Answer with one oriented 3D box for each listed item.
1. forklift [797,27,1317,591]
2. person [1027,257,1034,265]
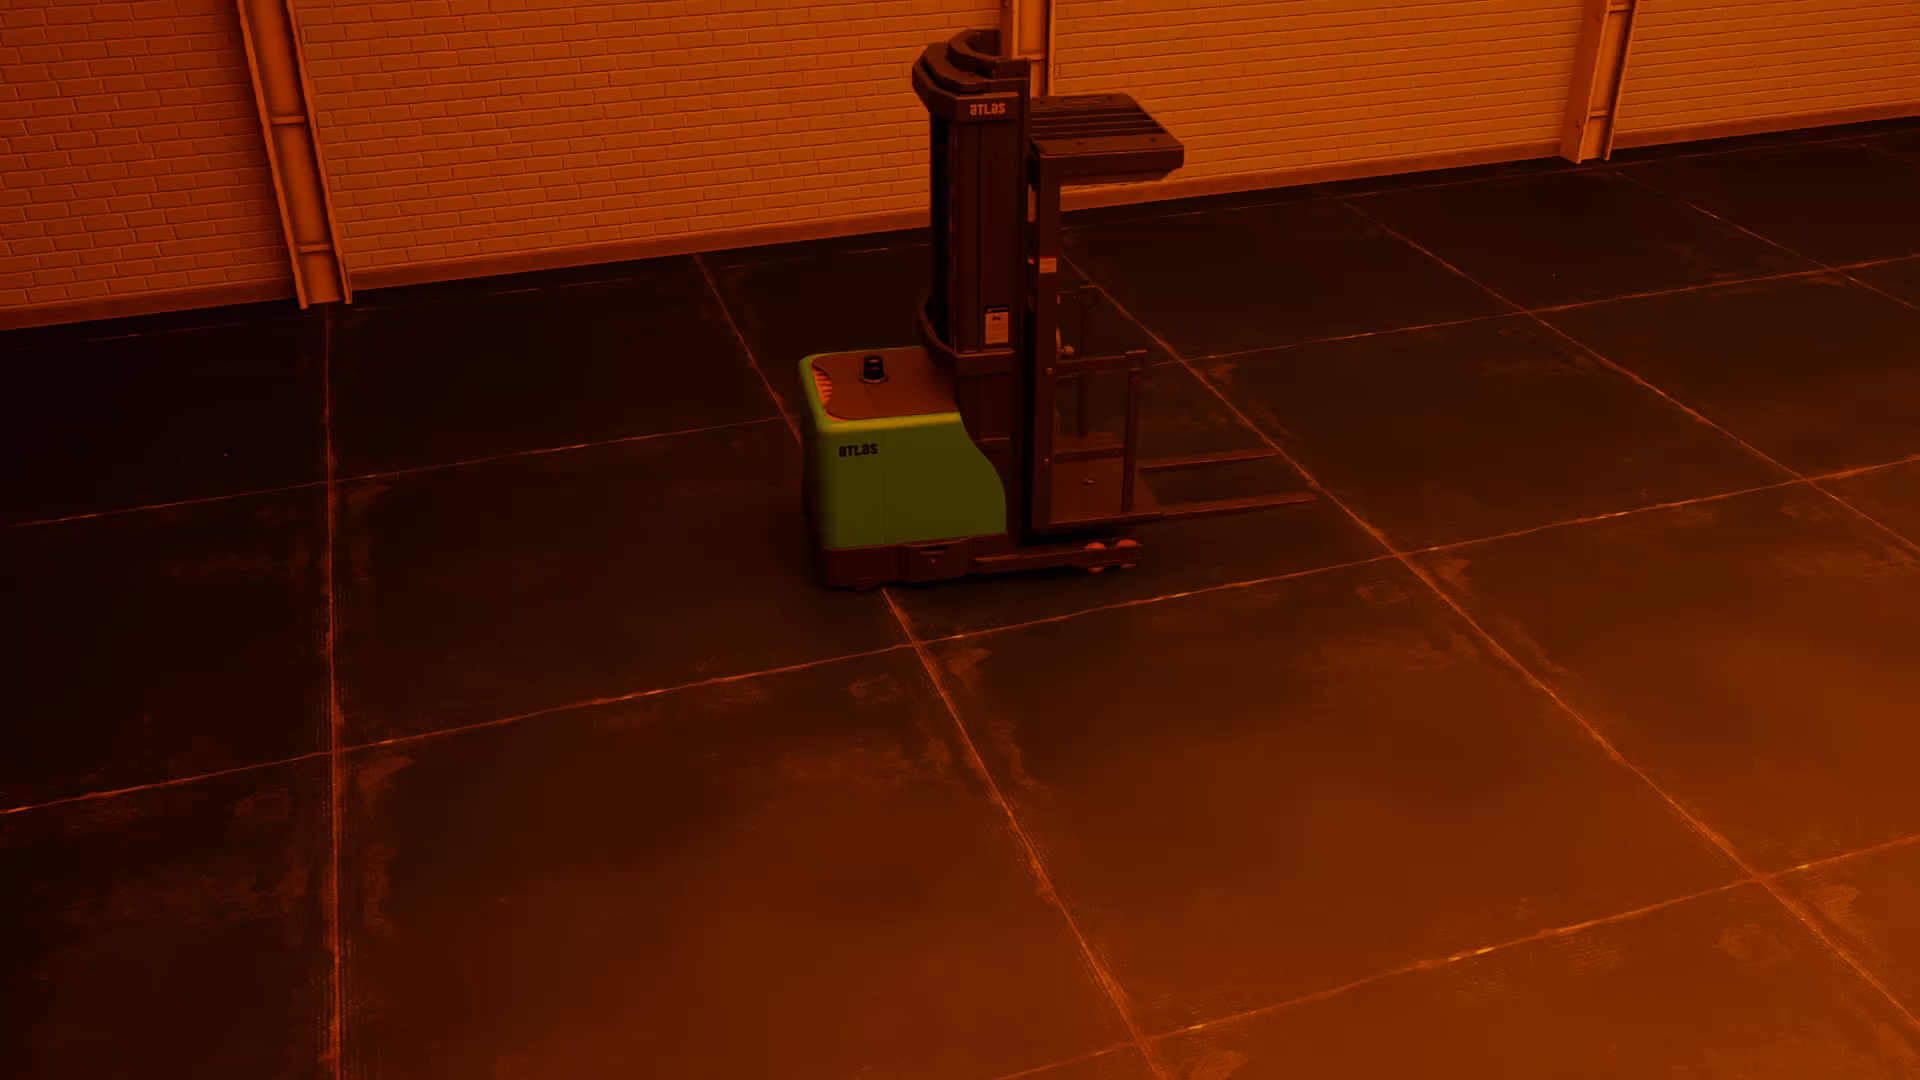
[{"bbox_3d":[0.603,-1.340,9.416,3.031,2.935,1.130,-6,30,-10],"label":"forklift"},{"bbox_3d":[0.251,-1.416,11.154,0.820,1.360,1.090,0,30,1],"label":"person"}]
